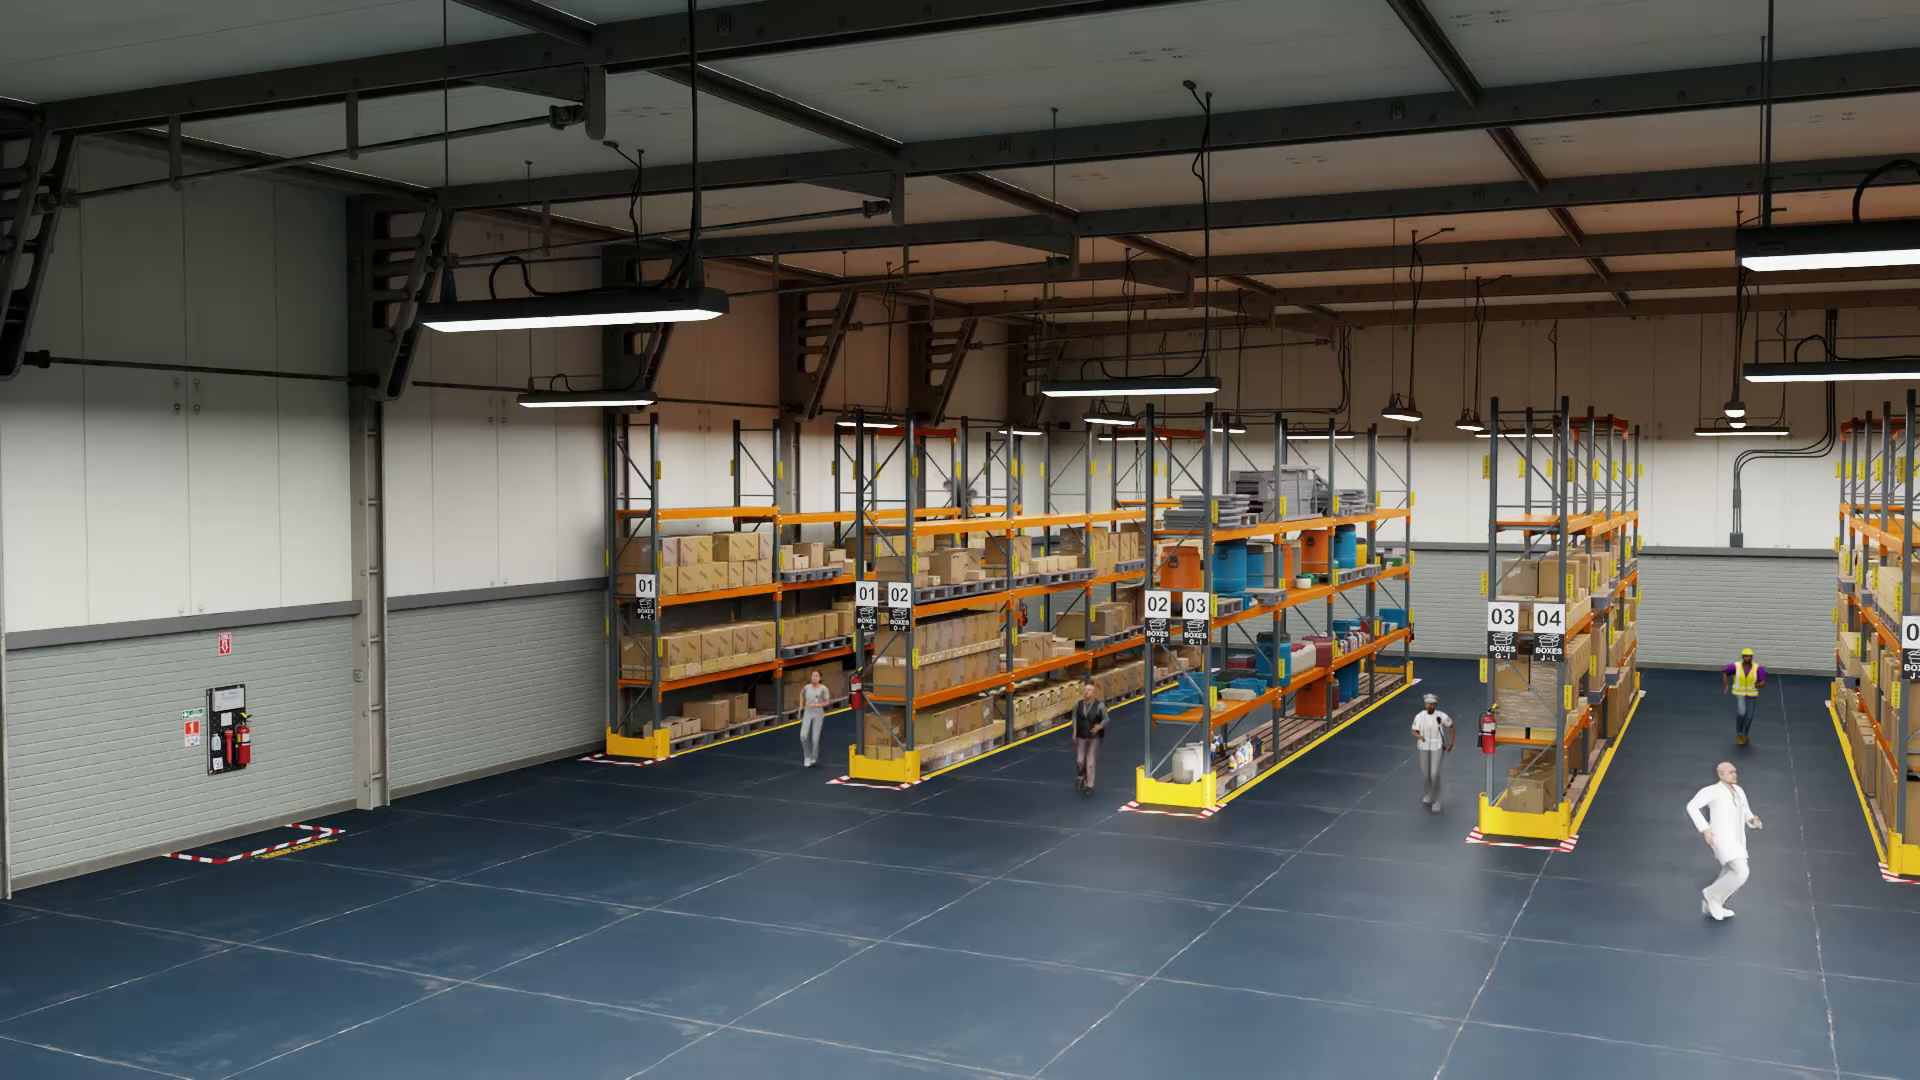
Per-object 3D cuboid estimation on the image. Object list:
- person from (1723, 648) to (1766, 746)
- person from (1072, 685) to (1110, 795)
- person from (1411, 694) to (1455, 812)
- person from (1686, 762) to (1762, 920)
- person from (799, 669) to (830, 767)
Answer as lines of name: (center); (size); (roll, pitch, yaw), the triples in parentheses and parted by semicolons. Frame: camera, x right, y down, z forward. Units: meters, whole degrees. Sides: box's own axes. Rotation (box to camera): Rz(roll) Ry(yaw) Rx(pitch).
person: (14.276, 2.854, 30.225); (0.669, 1.787, 0.808); (1, 2, 14)
person: (1.987, 3.086, 25.724); (0.640, 1.686, 0.540); (1, 3, 18)
person: (6.972, 3.145, 24.561); (0.592, 1.772, 0.740); (1, 3, 25)
person: (8.526, 3.339, 18.397); (0.691, 1.740, 0.692); (-1, 3, -30)
person: (-2.464, 2.997, 28.021); (0.554, 1.648, 0.628); (0, 2, 5)
